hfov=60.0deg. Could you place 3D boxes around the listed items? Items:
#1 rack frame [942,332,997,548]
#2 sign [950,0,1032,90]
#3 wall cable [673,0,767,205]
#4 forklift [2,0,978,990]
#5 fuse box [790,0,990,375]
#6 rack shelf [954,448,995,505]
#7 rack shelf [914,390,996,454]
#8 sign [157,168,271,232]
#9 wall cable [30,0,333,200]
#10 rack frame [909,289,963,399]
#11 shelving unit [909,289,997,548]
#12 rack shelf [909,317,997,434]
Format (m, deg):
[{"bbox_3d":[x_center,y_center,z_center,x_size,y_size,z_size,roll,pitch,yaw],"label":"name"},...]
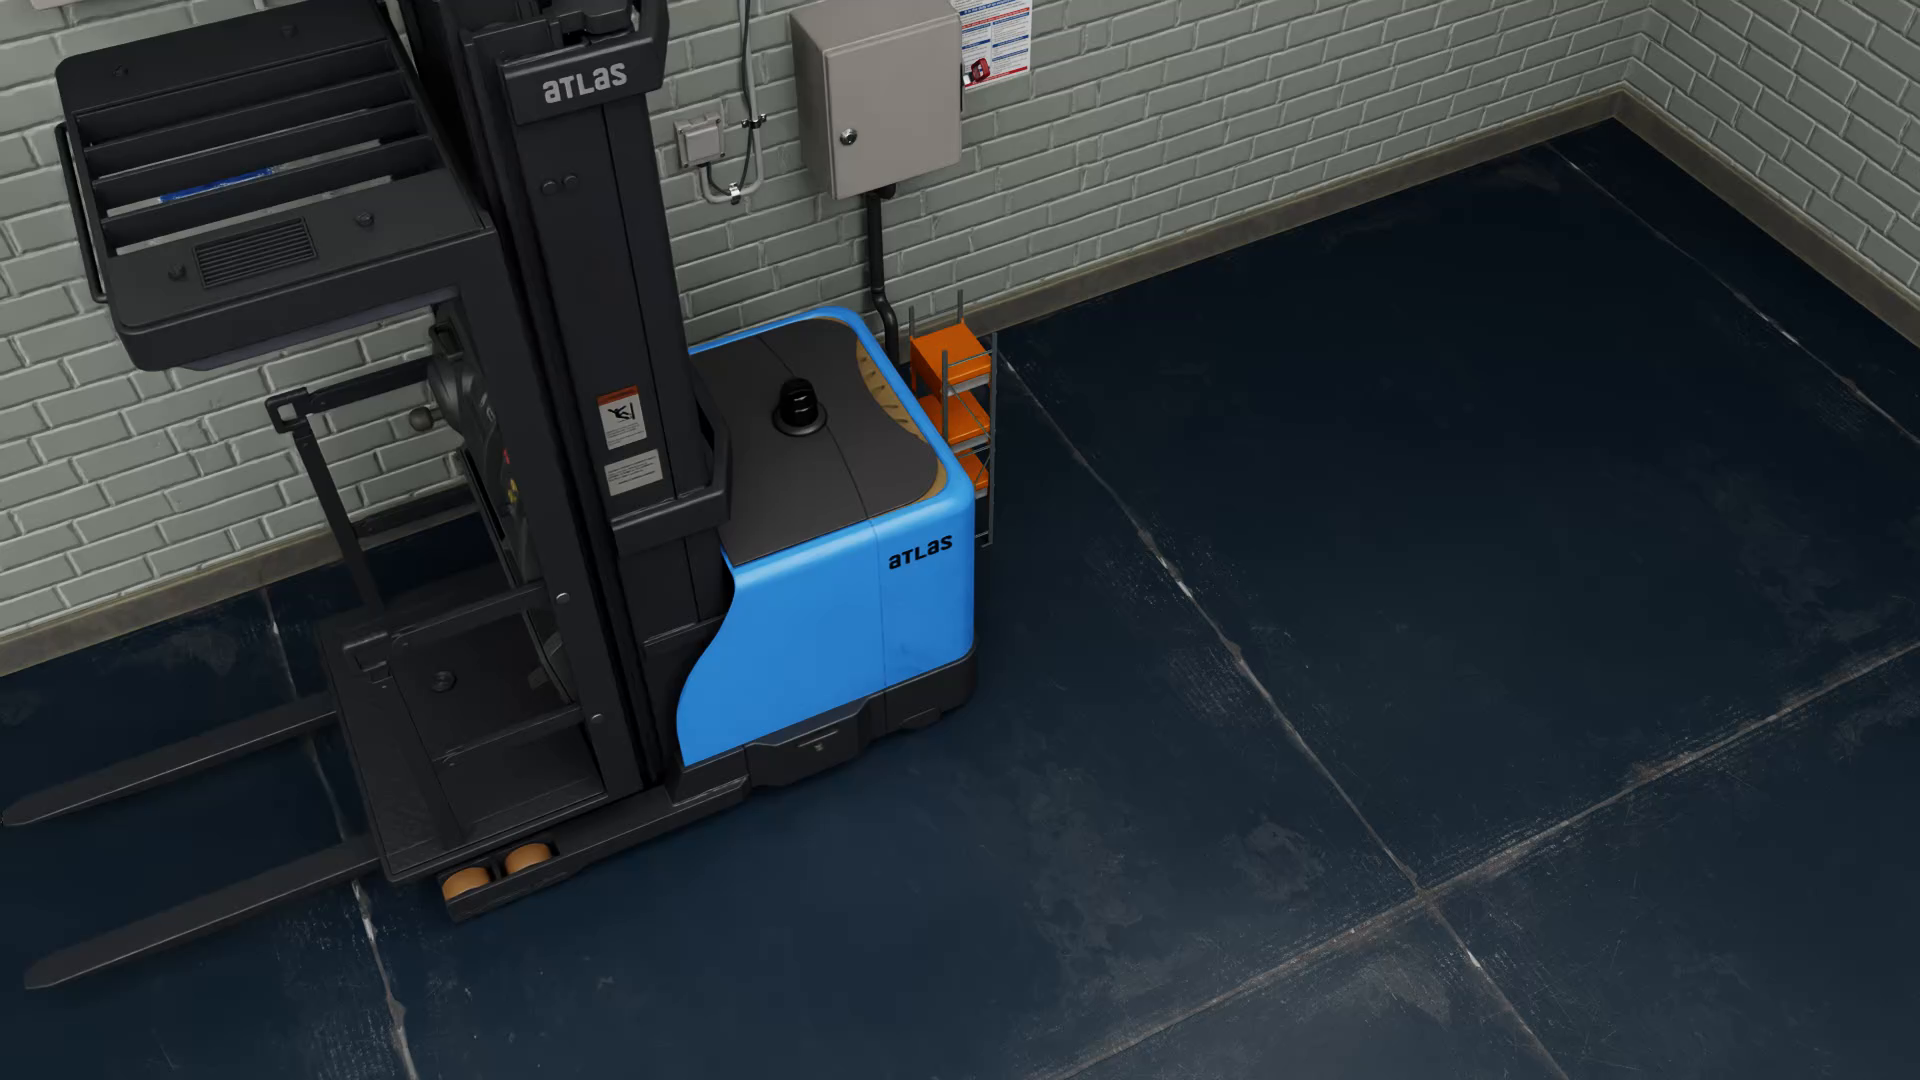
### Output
[{"bbox_3d":[0.031,-0.300,5.815,0.200,1.050,0.008,-21,52,-18],"label":"rack frame"},{"bbox_3d":[0.113,-1.846,5.935,0.329,0.494,0.001,-21,52,-18],"label":"sign"},{"bbox_3d":[-0.911,-1.774,5.134,0.588,1.984,0.122,-21,52,-18],"label":"wall cable"},{"bbox_3d":[-1.495,-0.243,4.515,3.031,2.935,1.130,-20,52,-17],"label":"forklift"},{"bbox_3d":[-0.232,-1.145,6.114,0.539,1.711,0.414,-21,52,-18],"label":"fuse box"},{"bbox_3d":[-0.024,-0.192,6.103,0.215,0.259,0.240,-21,52,-18],"label":"rack shelf"},{"bbox_3d":[-0.024,-0.374,5.894,0.215,0.259,0.240,-21,52,-18],"label":"rack shelf"},{"bbox_3d":[-2.237,-1.056,5.002,0.327,0.218,0.001,-21,52,-18],"label":"sign"},{"bbox_3d":[-2.166,-1.288,4.688,0.585,1.953,0.123,-21,52,-18],"label":"wall cable"},{"bbox_3d":[-0.080,-0.463,5.958,0.200,1.050,0.008,-21,52,-18],"label":"rack frame"},{"bbox_3d":[-0.024,-0.381,5.886,0.215,1.050,0.252,-21,52,-18],"label":"shelving unit"},{"bbox_3d":[-0.024,-0.561,5.681,0.215,0.259,0.240,-21,52,-18],"label":"rack shelf"}]
